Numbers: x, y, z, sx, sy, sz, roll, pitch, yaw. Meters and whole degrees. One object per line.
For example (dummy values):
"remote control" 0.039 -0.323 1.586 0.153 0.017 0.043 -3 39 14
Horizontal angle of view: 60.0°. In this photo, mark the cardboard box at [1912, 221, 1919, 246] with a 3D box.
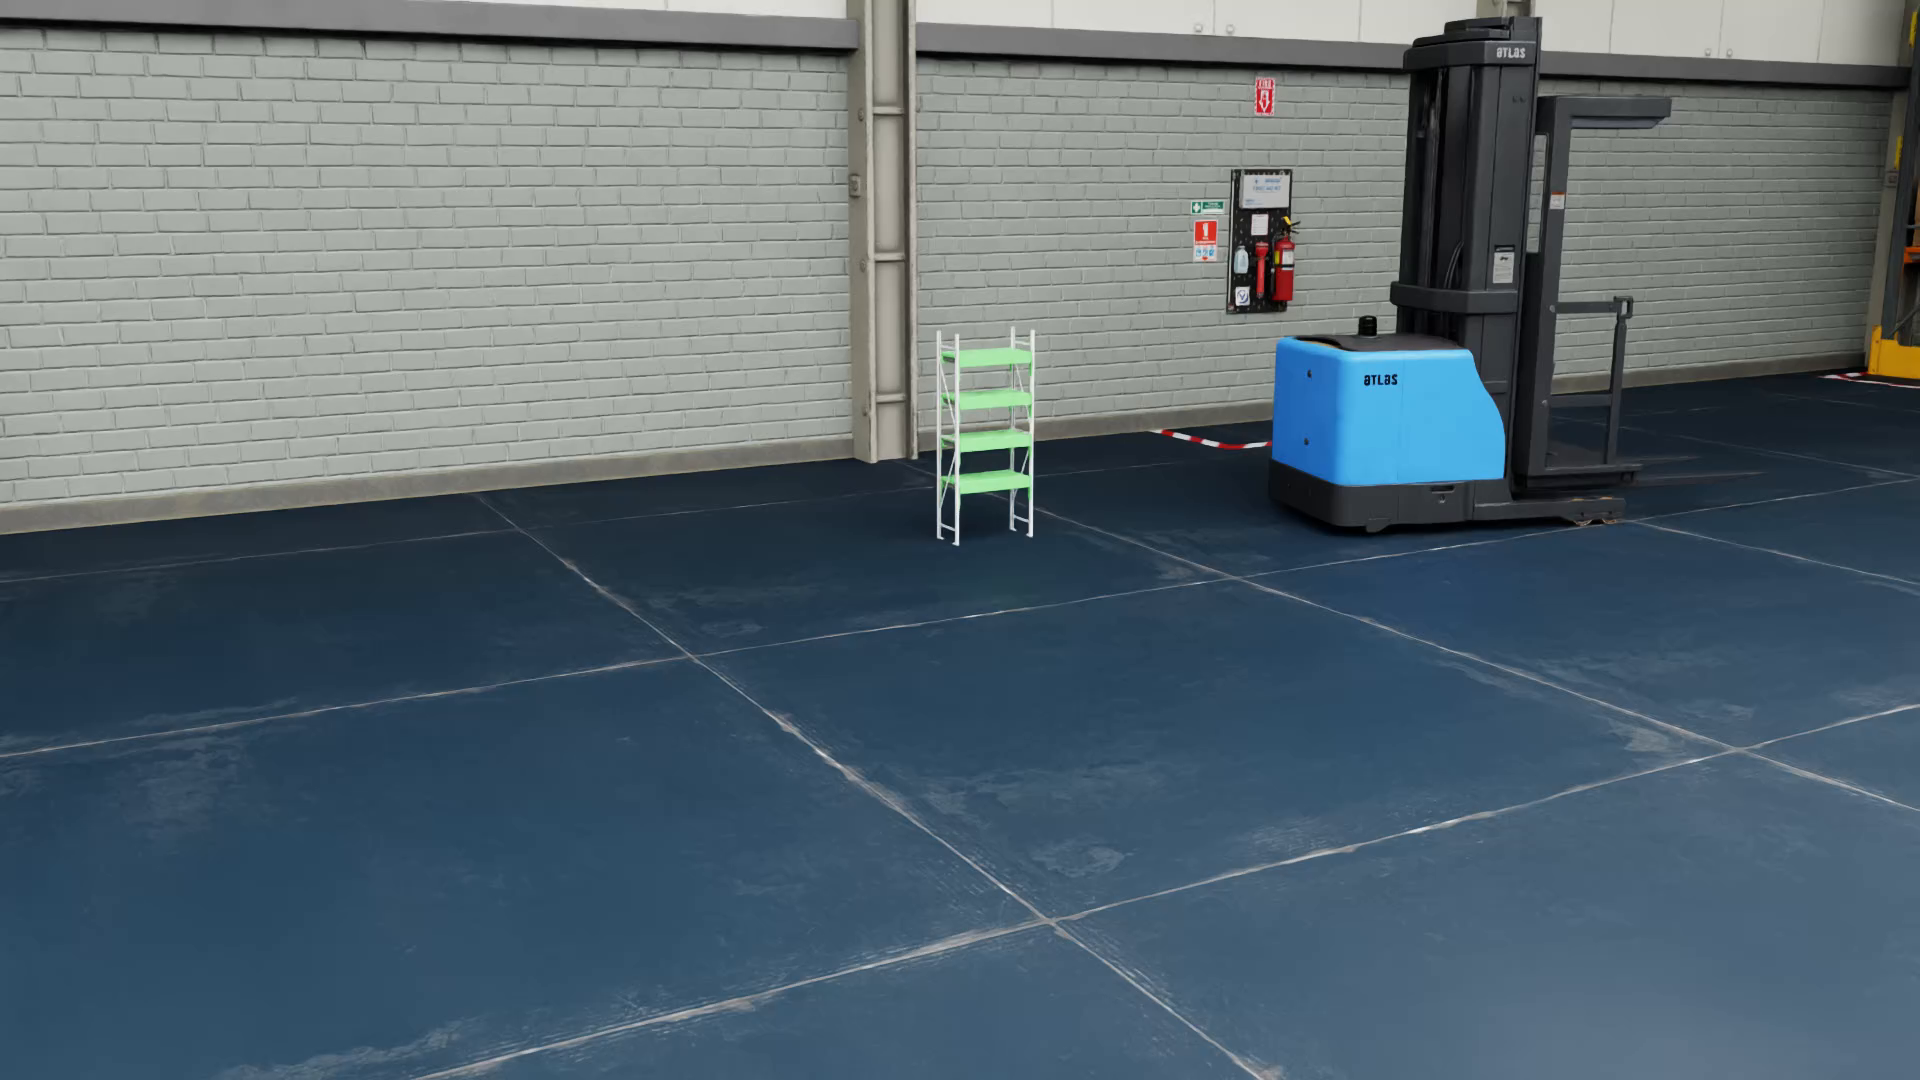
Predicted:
"cardboard box" 10.098 -3.117 16.923 0.500 0.250 0.500 -7 14 -27

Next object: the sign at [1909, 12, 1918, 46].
"sign" 9.532 -5.098 16.583 0.005 0.325 0.100 -7 14 -28

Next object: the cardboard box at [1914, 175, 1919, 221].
"cardboard box" 10.092 -3.487 16.859 0.500 0.500 0.500 -7 14 -28

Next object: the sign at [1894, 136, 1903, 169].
"sign" 9.532 -3.922 16.847 0.005 0.325 0.100 -7 14 -28

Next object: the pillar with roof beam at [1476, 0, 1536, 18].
"pillar with roof beam" 6.777 -4.800 10.443 0.400 9.000 9.100 -7 14 -28

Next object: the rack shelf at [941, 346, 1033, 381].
"rack shelf" 0.145 -1.009 9.463 0.480 0.148 0.258 -7 14 -28

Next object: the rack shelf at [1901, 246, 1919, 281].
"rack shelf" 11.536 -2.953 17.538 4.000 0.370 1.077 -7 14 -28

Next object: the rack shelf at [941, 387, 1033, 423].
"rack shelf" 0.145 -0.775 9.516 0.480 0.148 0.258 -7 14 -28

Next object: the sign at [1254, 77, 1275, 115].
"sign" 2.472 -3.600 13.492 0.199 0.298 0.001 -7 14 -28

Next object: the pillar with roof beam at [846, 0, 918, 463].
"pillar with roof beam" 1.510 -4.169 7.638 0.400 9.000 9.100 -7 14 -28

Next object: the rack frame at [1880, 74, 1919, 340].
"rack frame" 9.780 -3.094 16.525 0.127 3.000 1.000 -7 14 -28

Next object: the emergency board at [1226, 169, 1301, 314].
"emergency board" 2.527 -2.450 13.665 0.643 1.169 0.194 -7 14 -28

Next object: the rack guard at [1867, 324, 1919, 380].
"rack guard" 9.847 -1.882 16.835 0.348 0.500 1.175 -7 14 -28

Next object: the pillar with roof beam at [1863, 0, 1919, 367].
"pillar with roof beam" 12.043 -5.431 13.247 0.400 9.000 9.100 -7 14 -28

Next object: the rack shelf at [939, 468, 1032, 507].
"rack shelf" 0.145 -0.306 9.622 0.480 0.148 0.258 -7 14 -28

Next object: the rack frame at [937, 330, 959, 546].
"rack frame" -0.069 -0.577 9.441 0.015 1.200 0.240 -7 14 -28

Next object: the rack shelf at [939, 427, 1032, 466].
"rack shelf" 0.145 -0.540 9.569 0.480 0.148 0.258 -7 14 -28

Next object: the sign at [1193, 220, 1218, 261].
"sign" 1.992 -2.429 13.491 0.234 0.329 0.001 -7 14 -28

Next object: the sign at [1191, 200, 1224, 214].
"sign" 2.000 -2.687 13.428 0.331 0.109 0.001 -7 14 -28

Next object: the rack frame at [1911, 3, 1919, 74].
"rack frame" 9.780 -6.021 15.866 0.127 3.000 1.000 -7 14 -28

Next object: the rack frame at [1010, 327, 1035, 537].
"rack frame" 0.359 -0.628 9.669 0.015 1.200 0.240 -7 14 -28

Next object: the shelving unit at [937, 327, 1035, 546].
"shelving unit" 0.145 -0.603 9.555 0.503 1.200 0.258 -7 14 -28

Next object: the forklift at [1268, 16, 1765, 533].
"forklift" 3.521 -1.624 10.150 3.031 2.935 1.130 -3 13 -14

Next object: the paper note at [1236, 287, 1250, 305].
"paper note" 2.338 -2.015 13.738 0.142 0.148 0.016 -7 14 -28
